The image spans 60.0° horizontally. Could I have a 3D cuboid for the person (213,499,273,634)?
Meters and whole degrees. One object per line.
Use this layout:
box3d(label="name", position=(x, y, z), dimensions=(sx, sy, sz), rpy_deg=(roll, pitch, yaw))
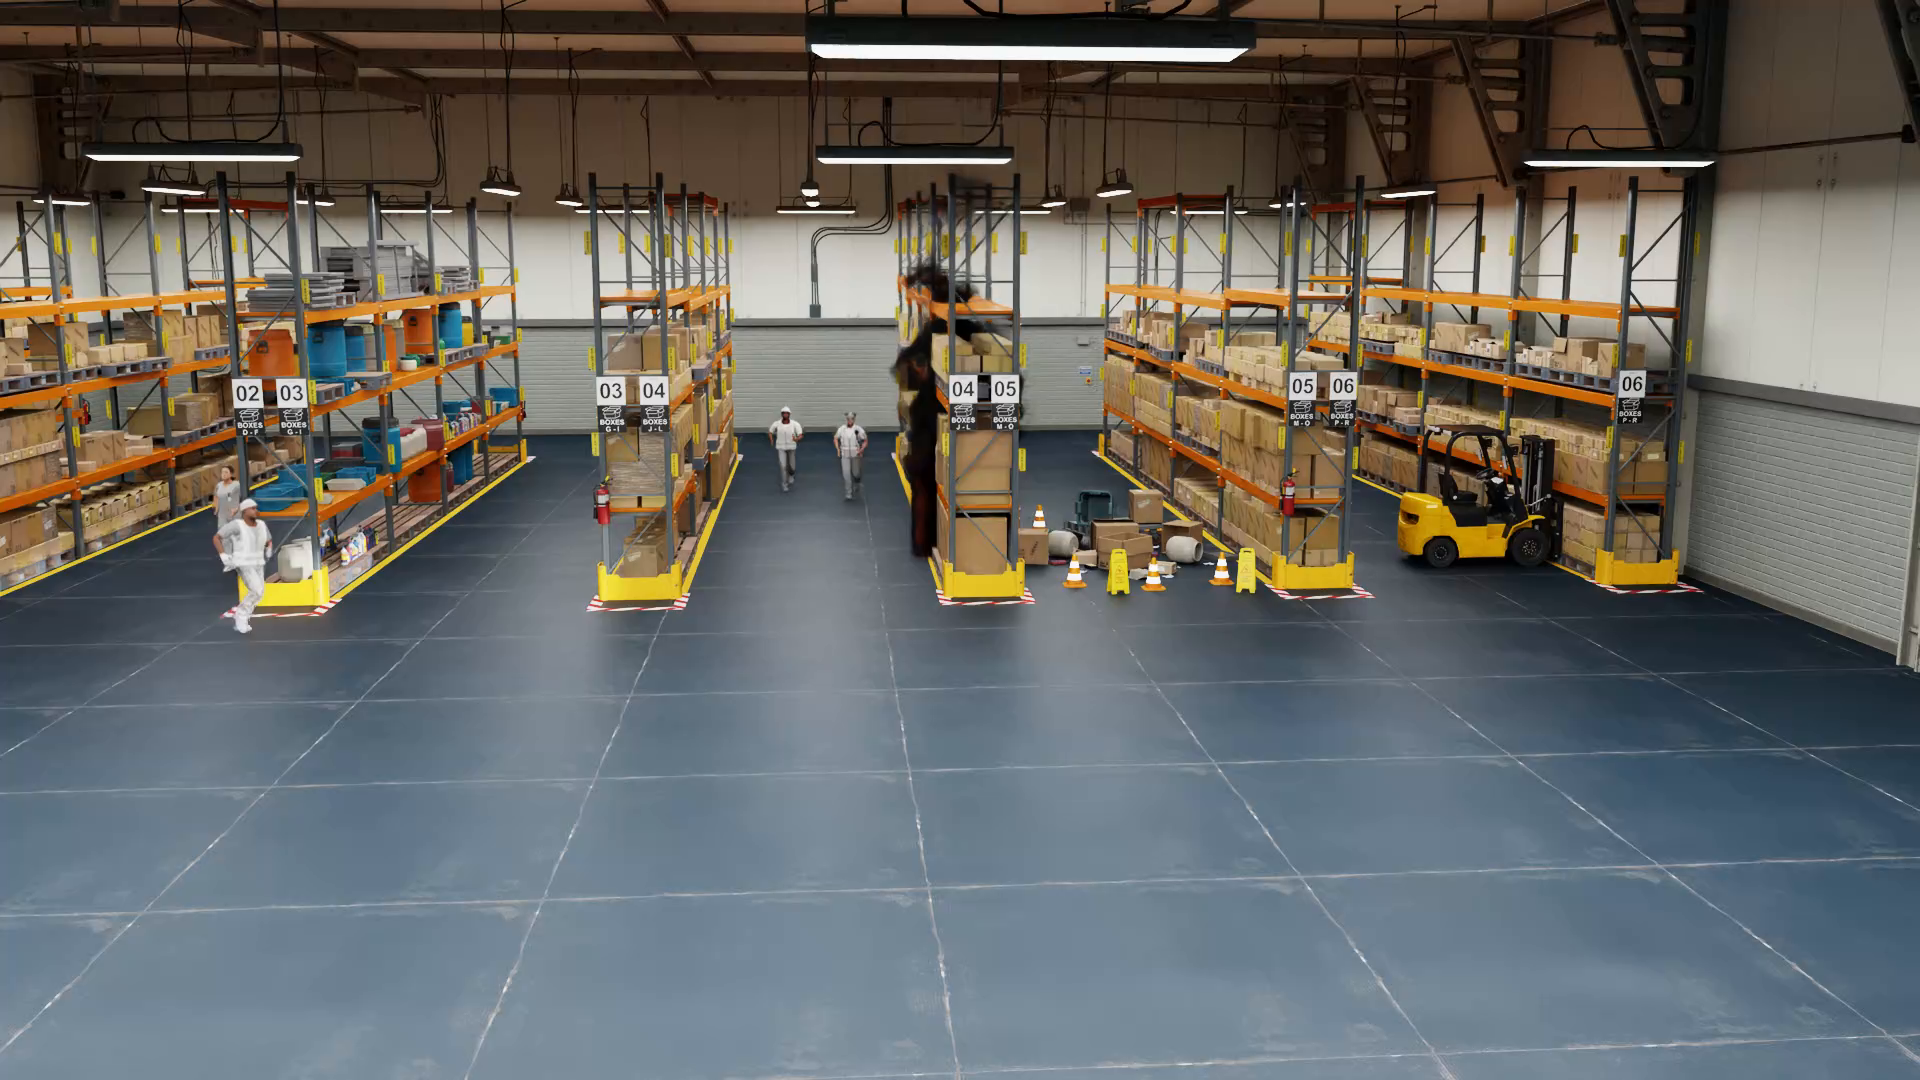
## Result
box3d(label="person", position=(-9.288, 0.331, 21.788), dimensions=(0.600, 1.730, 0.707), rpy_deg=(4, 11, 20))

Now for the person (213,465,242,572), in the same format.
box3d(label="person", position=(-11.394, -0.364, 25.999), dimensions=(0.581, 1.644, 0.813), rpy_deg=(0, 10, 1))

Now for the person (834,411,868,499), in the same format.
box3d(label="person", position=(-2.193, -1.724, 33.407), dimensions=(0.699, 1.738, 0.771), rpy_deg=(0, 10, 0))

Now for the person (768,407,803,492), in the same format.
box3d(label="person", position=(-3.600, -1.888, 34.395), dimensions=(0.714, 1.740, 0.856), rpy_deg=(-1, 10, -7))
